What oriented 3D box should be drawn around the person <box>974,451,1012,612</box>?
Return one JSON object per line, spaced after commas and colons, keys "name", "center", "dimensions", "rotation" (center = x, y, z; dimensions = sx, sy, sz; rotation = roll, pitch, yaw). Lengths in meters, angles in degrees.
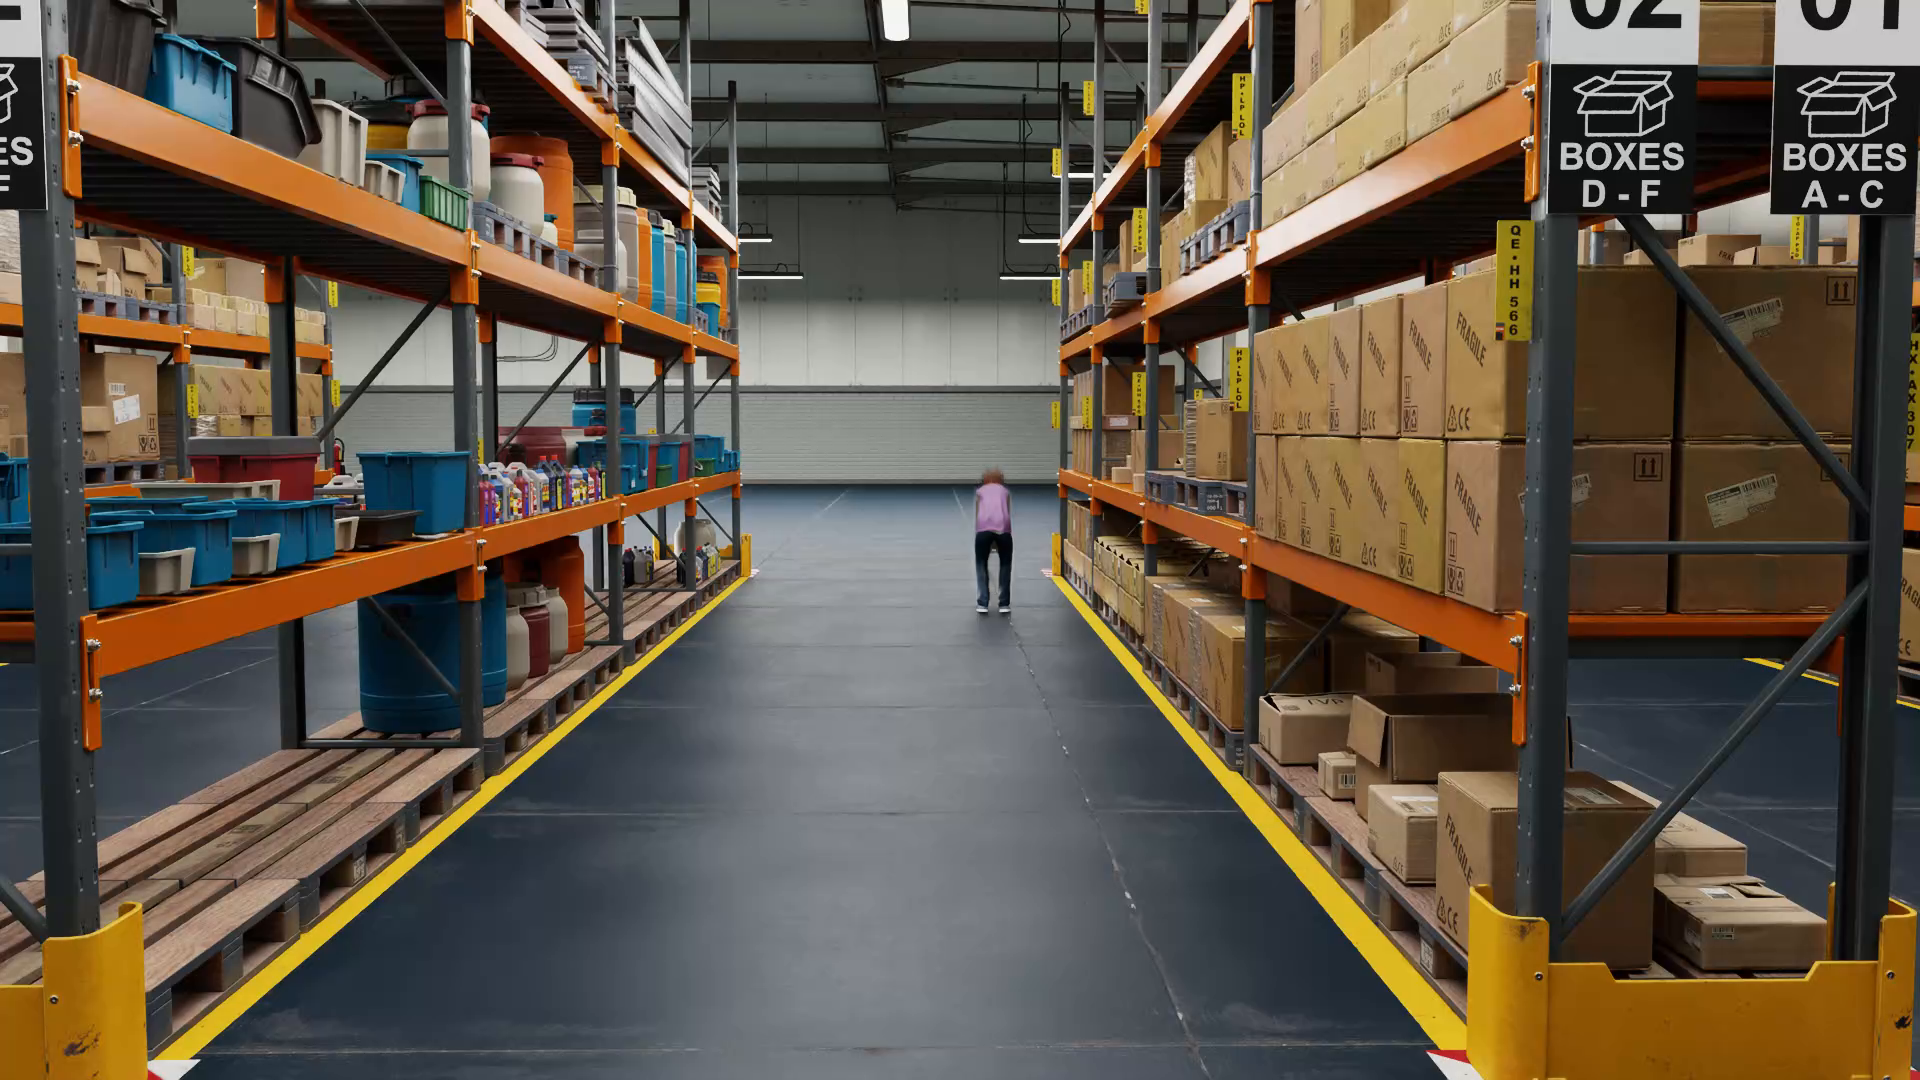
{"name": "person", "center": [0.326, -0.081, 16.434], "dimensions": [0.375, 1.599, 0.505], "rotation": [0, 4, 1]}
